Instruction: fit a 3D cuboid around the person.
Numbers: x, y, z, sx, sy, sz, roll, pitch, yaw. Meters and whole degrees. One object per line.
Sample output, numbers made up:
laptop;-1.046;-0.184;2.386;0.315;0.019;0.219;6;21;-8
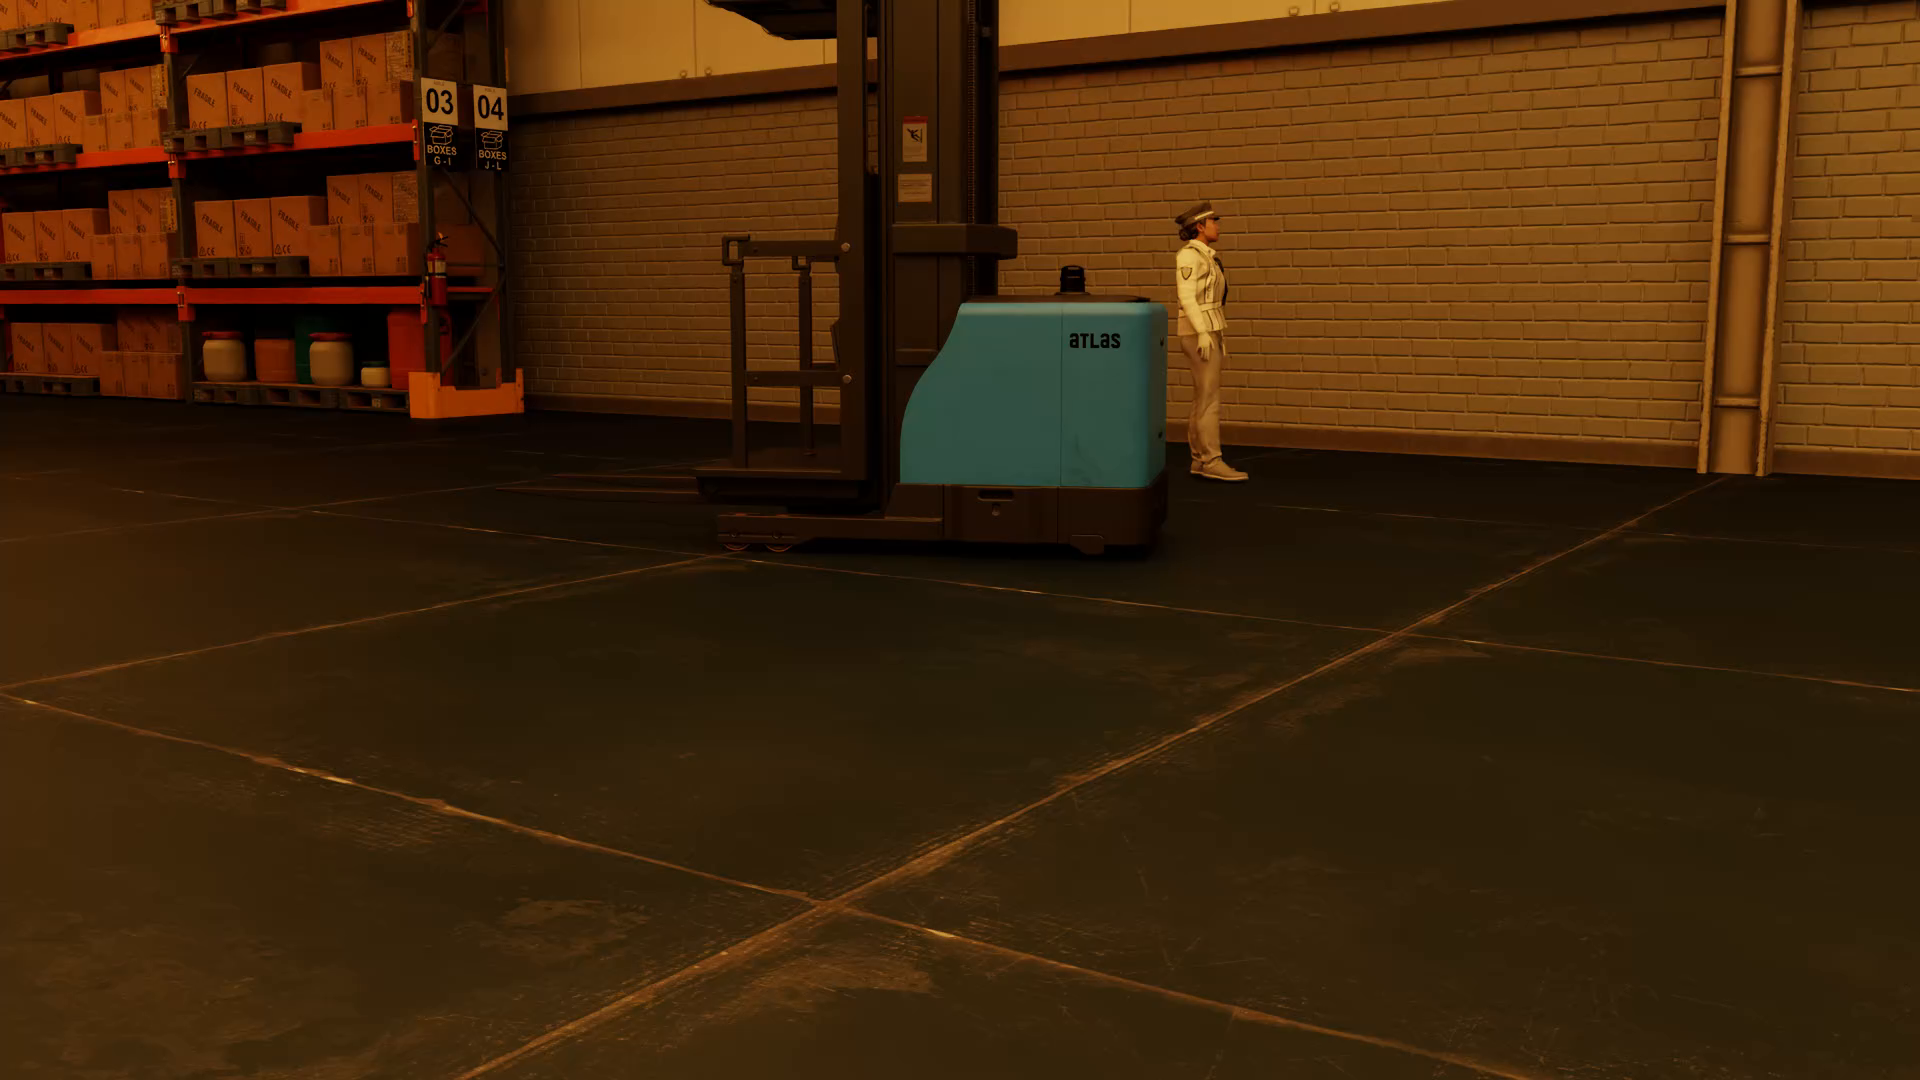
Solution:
person;1.561;-1.233;10.203;0.534;1.694;0.584;3;9;19

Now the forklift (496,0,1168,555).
forklift;-0.596;-1.469;7.520;3.031;2.935;1.130;2;8;12
